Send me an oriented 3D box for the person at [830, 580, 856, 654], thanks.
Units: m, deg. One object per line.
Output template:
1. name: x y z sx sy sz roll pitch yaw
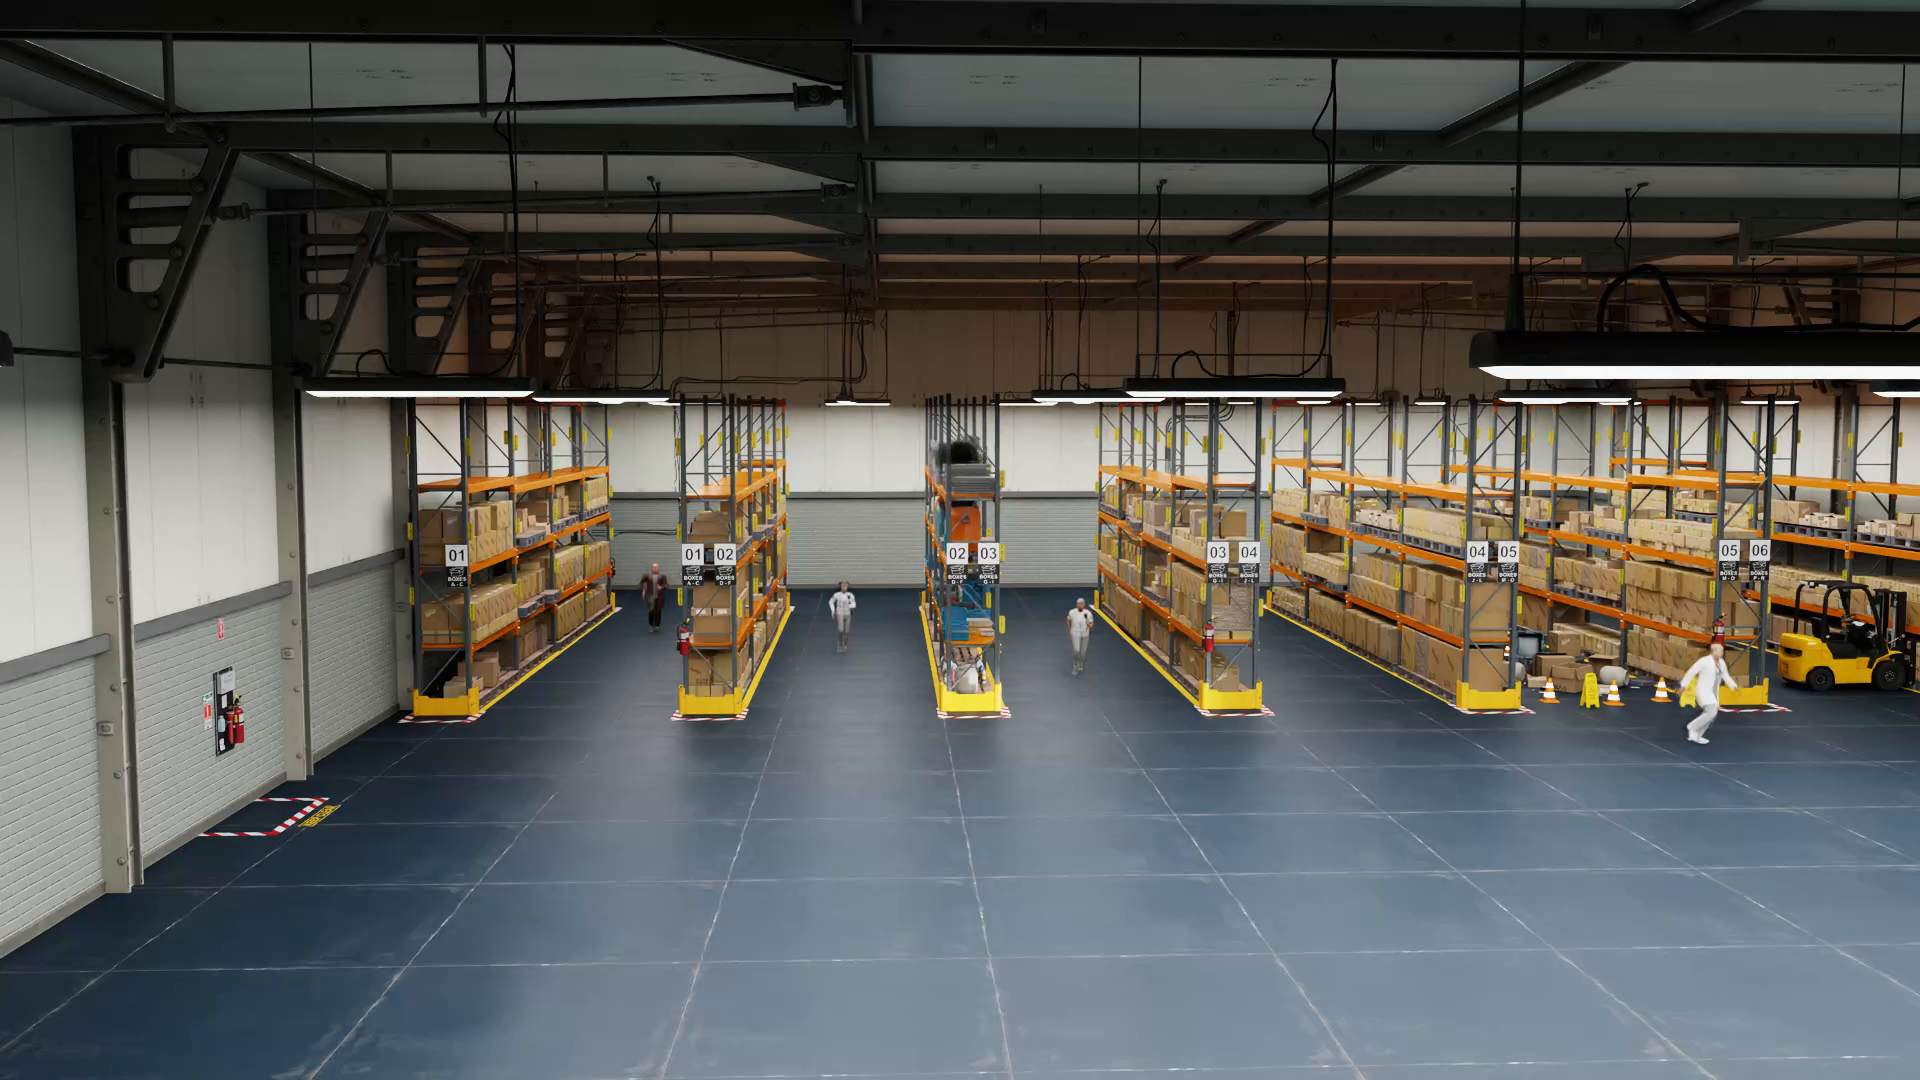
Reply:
1. person: -2.731 1.801 38.995 0.584 1.718 0.695 -1 5 -14

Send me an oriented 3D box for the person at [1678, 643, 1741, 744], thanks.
1. person: 12.789 2.618 28.295 0.679 1.739 0.849 -3 5 -31

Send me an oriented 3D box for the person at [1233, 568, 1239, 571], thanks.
1. person: 7.657 1.264 45.880 0.653 1.712 0.779 0 5 -3

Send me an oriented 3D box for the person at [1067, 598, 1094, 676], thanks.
1. person: 2.599 2.083 35.799 0.545 1.677 0.781 0 5 -5

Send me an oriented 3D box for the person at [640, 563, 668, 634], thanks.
1. person: -7.785 1.491 42.423 0.685 1.792 0.765 -1 5 -15
